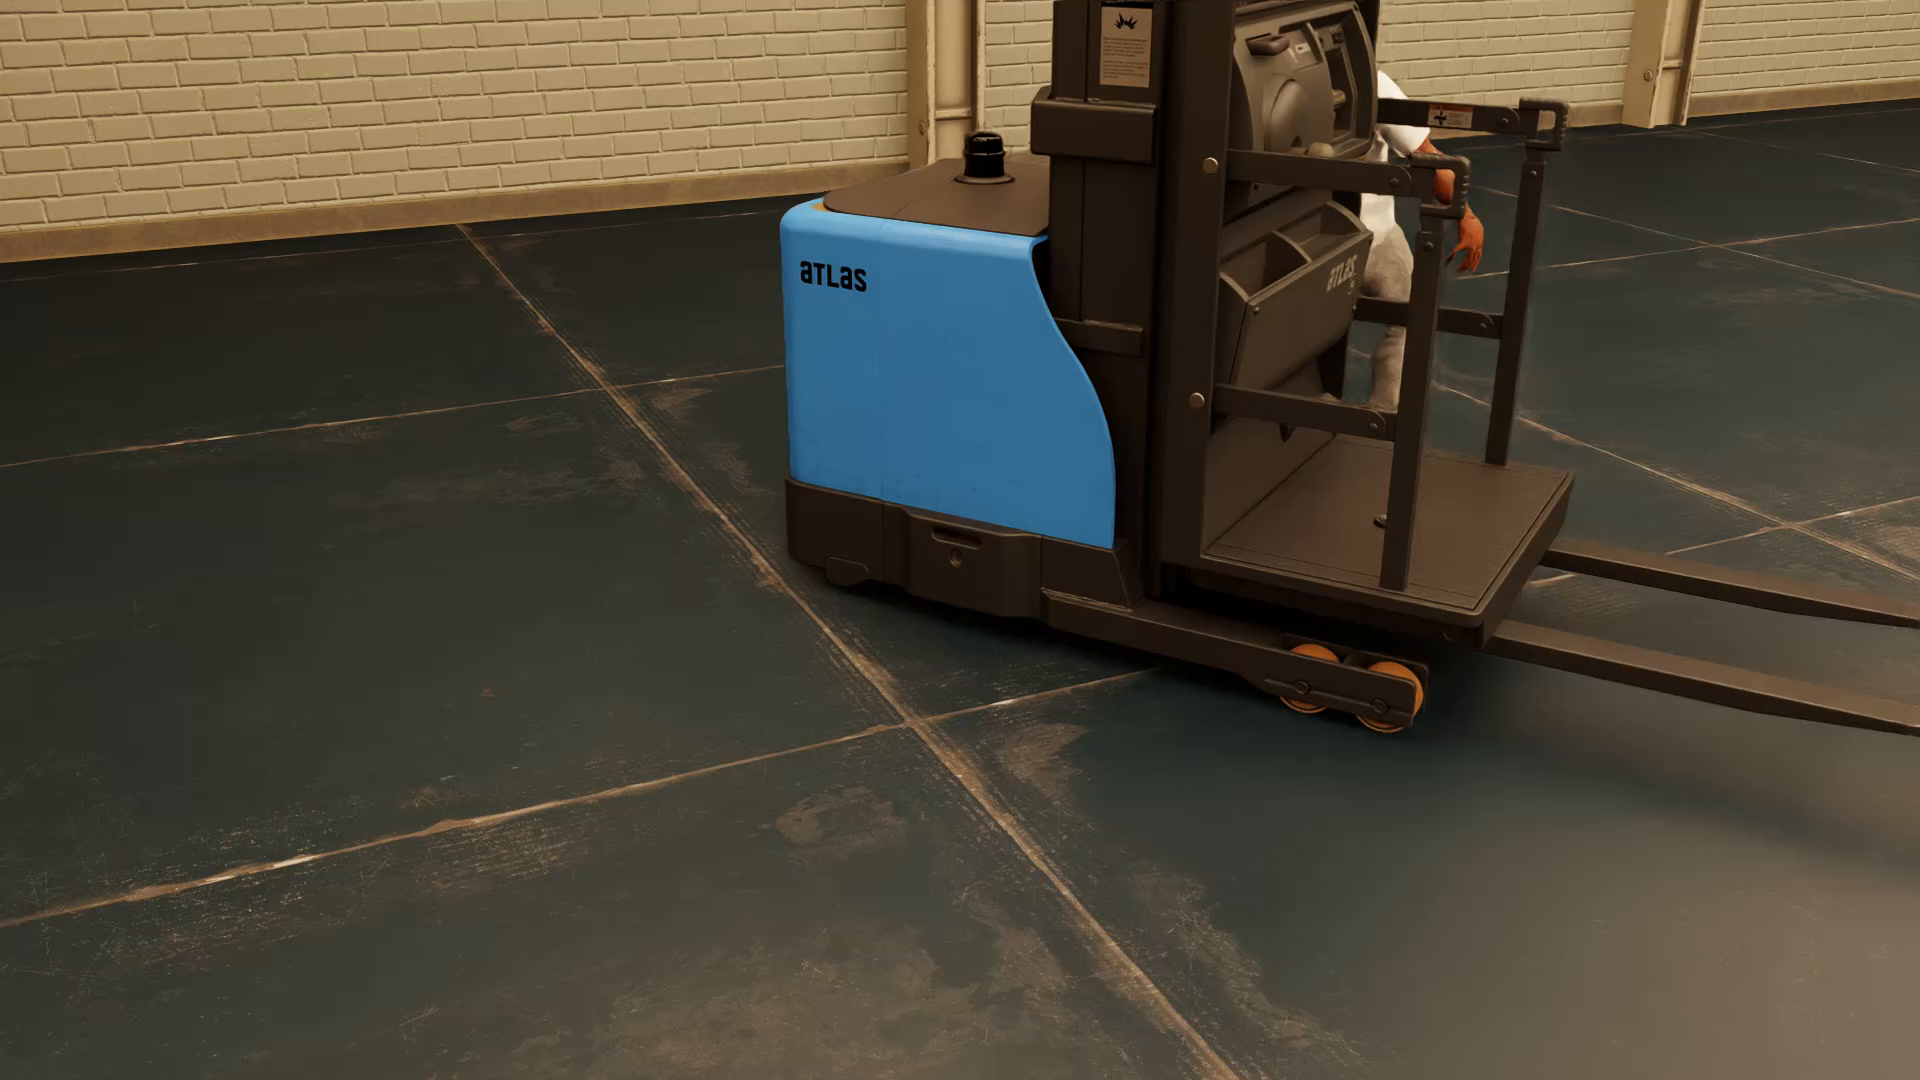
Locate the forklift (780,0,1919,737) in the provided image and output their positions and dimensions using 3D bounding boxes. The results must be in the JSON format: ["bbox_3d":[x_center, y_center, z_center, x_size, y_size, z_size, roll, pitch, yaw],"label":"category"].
[{"bbox_3d":[1.033,-1.124,3.991,3.031,2.935,1.130,13,26,28],"label":"forklift"}]

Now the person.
[{"bbox_3d":[1.299,-1.026,5.452,0.820,1.657,0.899,10,24,22],"label":"person"}]
